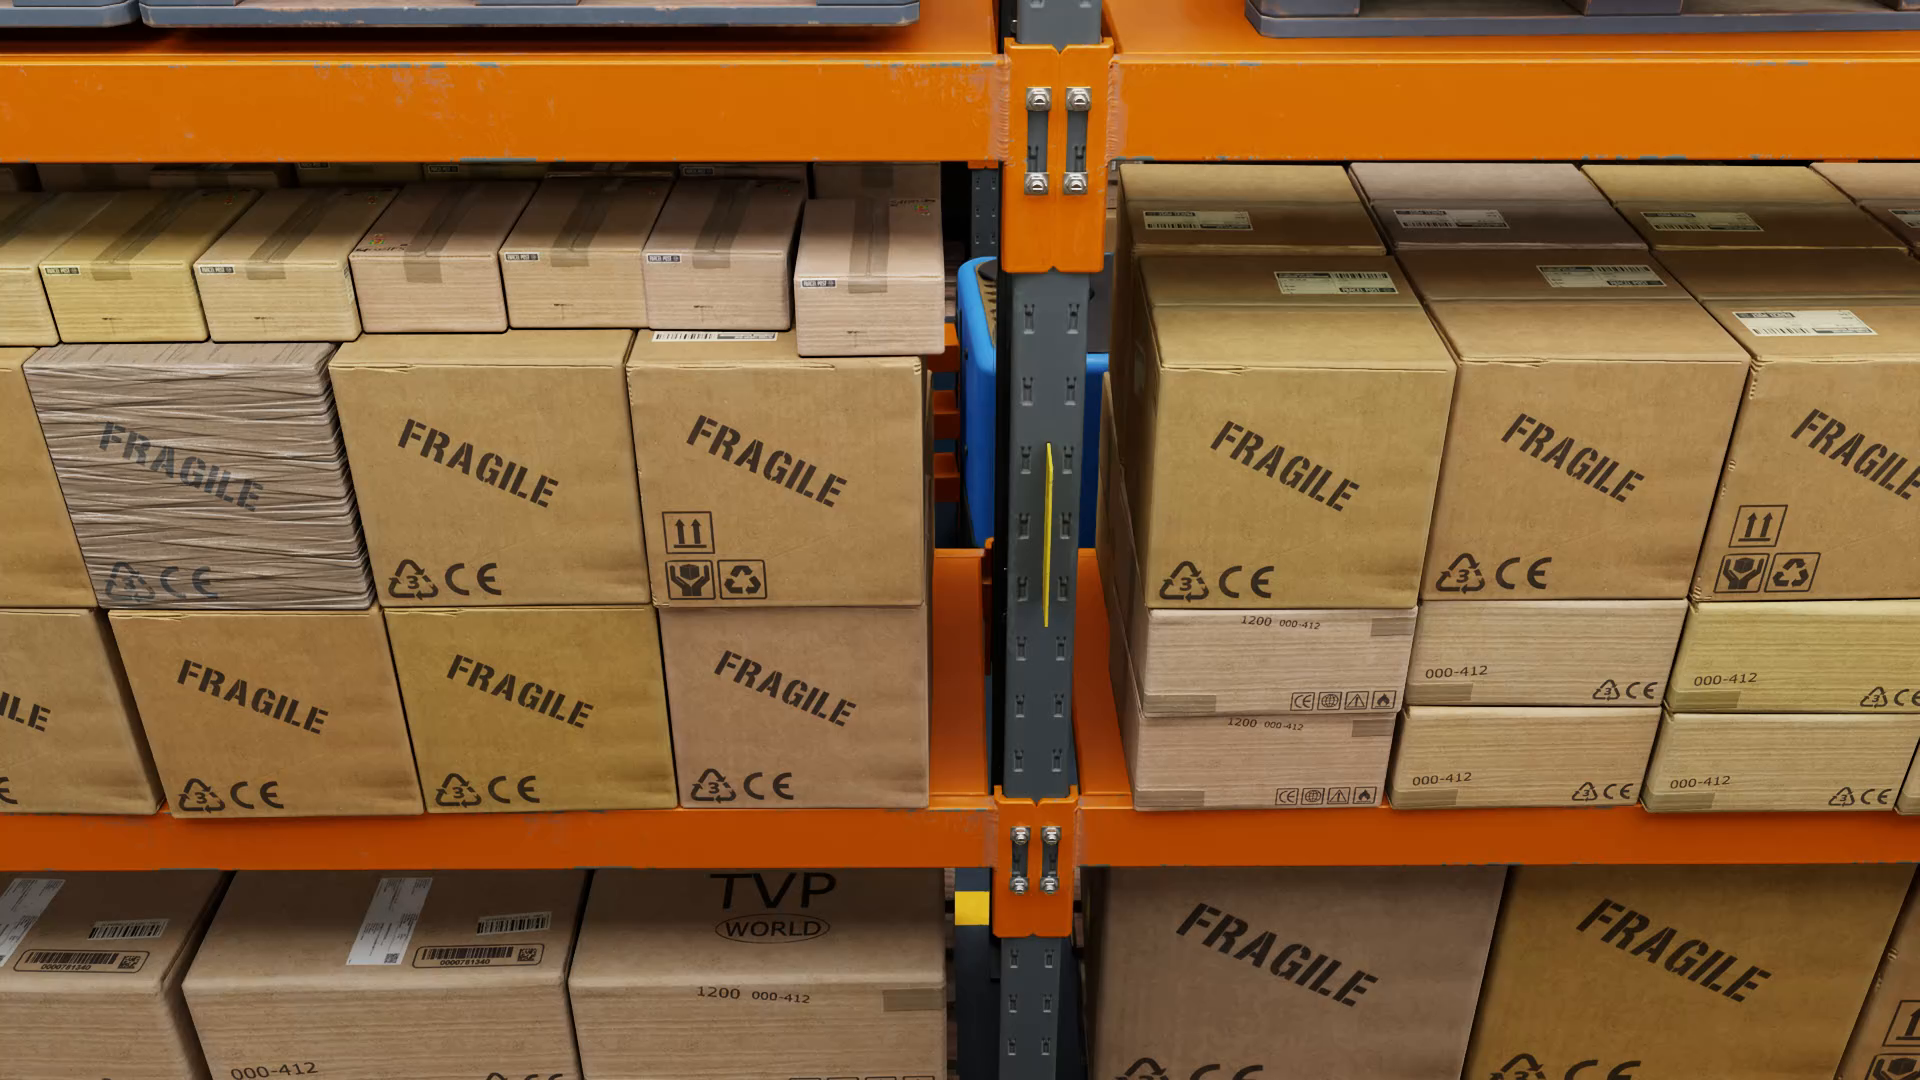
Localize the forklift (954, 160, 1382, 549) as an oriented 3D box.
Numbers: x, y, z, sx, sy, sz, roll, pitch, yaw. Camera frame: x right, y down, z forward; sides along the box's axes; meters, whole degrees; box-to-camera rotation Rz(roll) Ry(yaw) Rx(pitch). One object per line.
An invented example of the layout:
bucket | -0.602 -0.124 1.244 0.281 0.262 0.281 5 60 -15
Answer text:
forklift | 1.521 -1.259 6.000 3.031 2.935 1.130 -2 31 -4

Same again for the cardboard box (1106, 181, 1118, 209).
cardboard box | 0.754 -1.757 8.134 0.250 0.149 0.380 -1 31 -2

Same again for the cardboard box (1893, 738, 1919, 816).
cardboard box | 2.122 0.317 3.480 0.500 0.250 0.500 -1 31 -1

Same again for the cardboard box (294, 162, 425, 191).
cardboard box | -1.193 -0.785 3.466 0.250 0.149 0.380 -1 31 -2

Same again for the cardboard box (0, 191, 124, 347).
cardboard box | -1.680 -0.492 2.983 0.250 0.149 0.380 0 31 0

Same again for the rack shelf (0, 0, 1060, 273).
rack shelf | -1.849 -0.859 3.075 4.000 0.370 1.077 0 31 0

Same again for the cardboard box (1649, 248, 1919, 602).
cardboard box | 1.602 -0.229 3.175 0.500 0.500 0.500 -1 31 -2

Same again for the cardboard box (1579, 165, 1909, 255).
cardboard box | 1.620 -0.489 3.604 0.500 0.500 0.500 1 31 1

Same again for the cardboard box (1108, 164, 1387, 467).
cardboard box | 0.596 -0.492 3.609 0.500 0.500 0.500 1 31 1

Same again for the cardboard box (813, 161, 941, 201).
cardboard box | -0.167 -0.771 3.444 0.250 0.149 0.380 -1 31 -1

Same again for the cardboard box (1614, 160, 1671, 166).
cardboard box | 3.352 -1.716 8.065 0.250 0.149 0.380 -2 31 -3

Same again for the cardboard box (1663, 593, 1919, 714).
cardboard box | 1.618 0.101 3.354 0.500 0.250 0.500 0 31 0

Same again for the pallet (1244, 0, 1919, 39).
pallet | 1.067 -1.119 2.995 1.217 0.209 0.805 -1 31 -2

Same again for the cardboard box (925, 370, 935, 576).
cardboard box | -0.320 -0.067 3.873 0.500 0.500 0.500 1 31 1

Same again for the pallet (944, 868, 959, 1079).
pallet | -0.610 1.264 4.463 1.213 0.211 1.003 0 31 0

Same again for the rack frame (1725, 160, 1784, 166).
rack frame | 4.117 -2.477 7.941 0.127 3.000 1.000 0 31 0

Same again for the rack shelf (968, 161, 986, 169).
rack shelf | -1.883 -2.151 8.097 4.000 0.370 1.077 0 31 0

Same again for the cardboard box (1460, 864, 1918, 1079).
cardboard box | 1.673 0.789 4.202 0.875 0.875 0.875 1 31 1

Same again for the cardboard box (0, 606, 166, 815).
cardboard box | -1.852 0.209 3.418 0.500 0.500 0.500 1 31 1

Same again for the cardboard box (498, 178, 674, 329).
cardboard box | -0.669 -0.531 3.048 0.250 0.149 0.380 0 31 0

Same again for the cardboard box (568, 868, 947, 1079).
cardboard box | -0.478 0.972 4.321 0.875 0.438 0.875 -1 31 -1

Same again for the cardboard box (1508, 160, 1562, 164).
cardboard box | 2.824 -1.760 8.139 0.250 0.149 0.380 1 31 1

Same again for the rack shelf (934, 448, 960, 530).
rack shelf | -0.127 -0.198 6.621 0.240 0.259 0.215 -2 31 -4

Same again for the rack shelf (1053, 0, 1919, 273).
rack shelf | 2.150 -0.871 3.096 4.000 0.370 1.077 0 31 0

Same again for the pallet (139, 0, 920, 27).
pallet | -0.668 -1.137 2.927 1.213 0.211 1.003 0 31 0

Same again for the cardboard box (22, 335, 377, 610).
cardboard box | -1.336 -0.212 3.147 0.500 0.500 0.500 0 31 0

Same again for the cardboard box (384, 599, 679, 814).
cardboard box | -0.826 0.206 3.423 0.500 0.500 0.500 -1 31 -2

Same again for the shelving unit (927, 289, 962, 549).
shelving unit | -0.127 -0.445 6.471 0.252 1.050 0.215 -2 31 -4

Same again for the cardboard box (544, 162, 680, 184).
cardboard box | -0.678 -0.739 3.391 0.250 0.149 0.380 -1 31 -1

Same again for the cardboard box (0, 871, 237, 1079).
cardboard box | -2.275 0.977 4.313 0.875 0.438 0.875 1 31 1

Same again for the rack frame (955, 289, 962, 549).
rack frame | -0.006 -0.450 6.480 0.008 1.050 0.200 -2 31 -4

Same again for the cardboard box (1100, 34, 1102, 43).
cardboard box | 0.602 -2.573 7.597 0.500 0.500 0.700 1 31 1

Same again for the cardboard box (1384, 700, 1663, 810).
cardboard box | 1.110 0.307 3.496 0.500 0.250 0.500 -1 31 -2

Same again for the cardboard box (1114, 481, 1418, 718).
cardboard box | 0.592 0.105 3.347 0.500 0.250 0.500 -1 31 -2

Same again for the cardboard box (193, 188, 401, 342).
cardboard box | -1.172 -0.502 3.000 0.250 0.149 0.380 0 31 -1

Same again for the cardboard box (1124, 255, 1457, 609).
cardboard box | 0.592 -0.213 3.148 0.500 0.500 0.500 0 31 0

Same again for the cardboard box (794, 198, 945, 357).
cardboard box | -0.156 -0.472 2.950 0.250 0.149 0.380 -1 31 -1

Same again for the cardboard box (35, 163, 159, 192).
cardboard box | -1.690 -0.776 3.452 0.250 0.149 0.380 0 31 0

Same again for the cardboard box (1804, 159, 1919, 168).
cardboard box | 4.741 -1.636 8.440 0.625 0.625 0.875 1 31 1

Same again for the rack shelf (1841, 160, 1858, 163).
rack shelf | 6.117 -2.176 8.138 4.000 0.370 1.077 0 31 0

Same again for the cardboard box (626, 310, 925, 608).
cardboard box | -0.320 -0.216 3.153 0.500 0.500 0.500 0 31 -1

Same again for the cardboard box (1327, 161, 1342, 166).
cardboard box | 1.783 -1.753 8.126 0.250 0.149 0.380 1 31 1

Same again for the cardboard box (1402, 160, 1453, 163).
cardboard box | 2.298 -1.743 8.110 0.250 0.149 0.380 -2 31 -3
